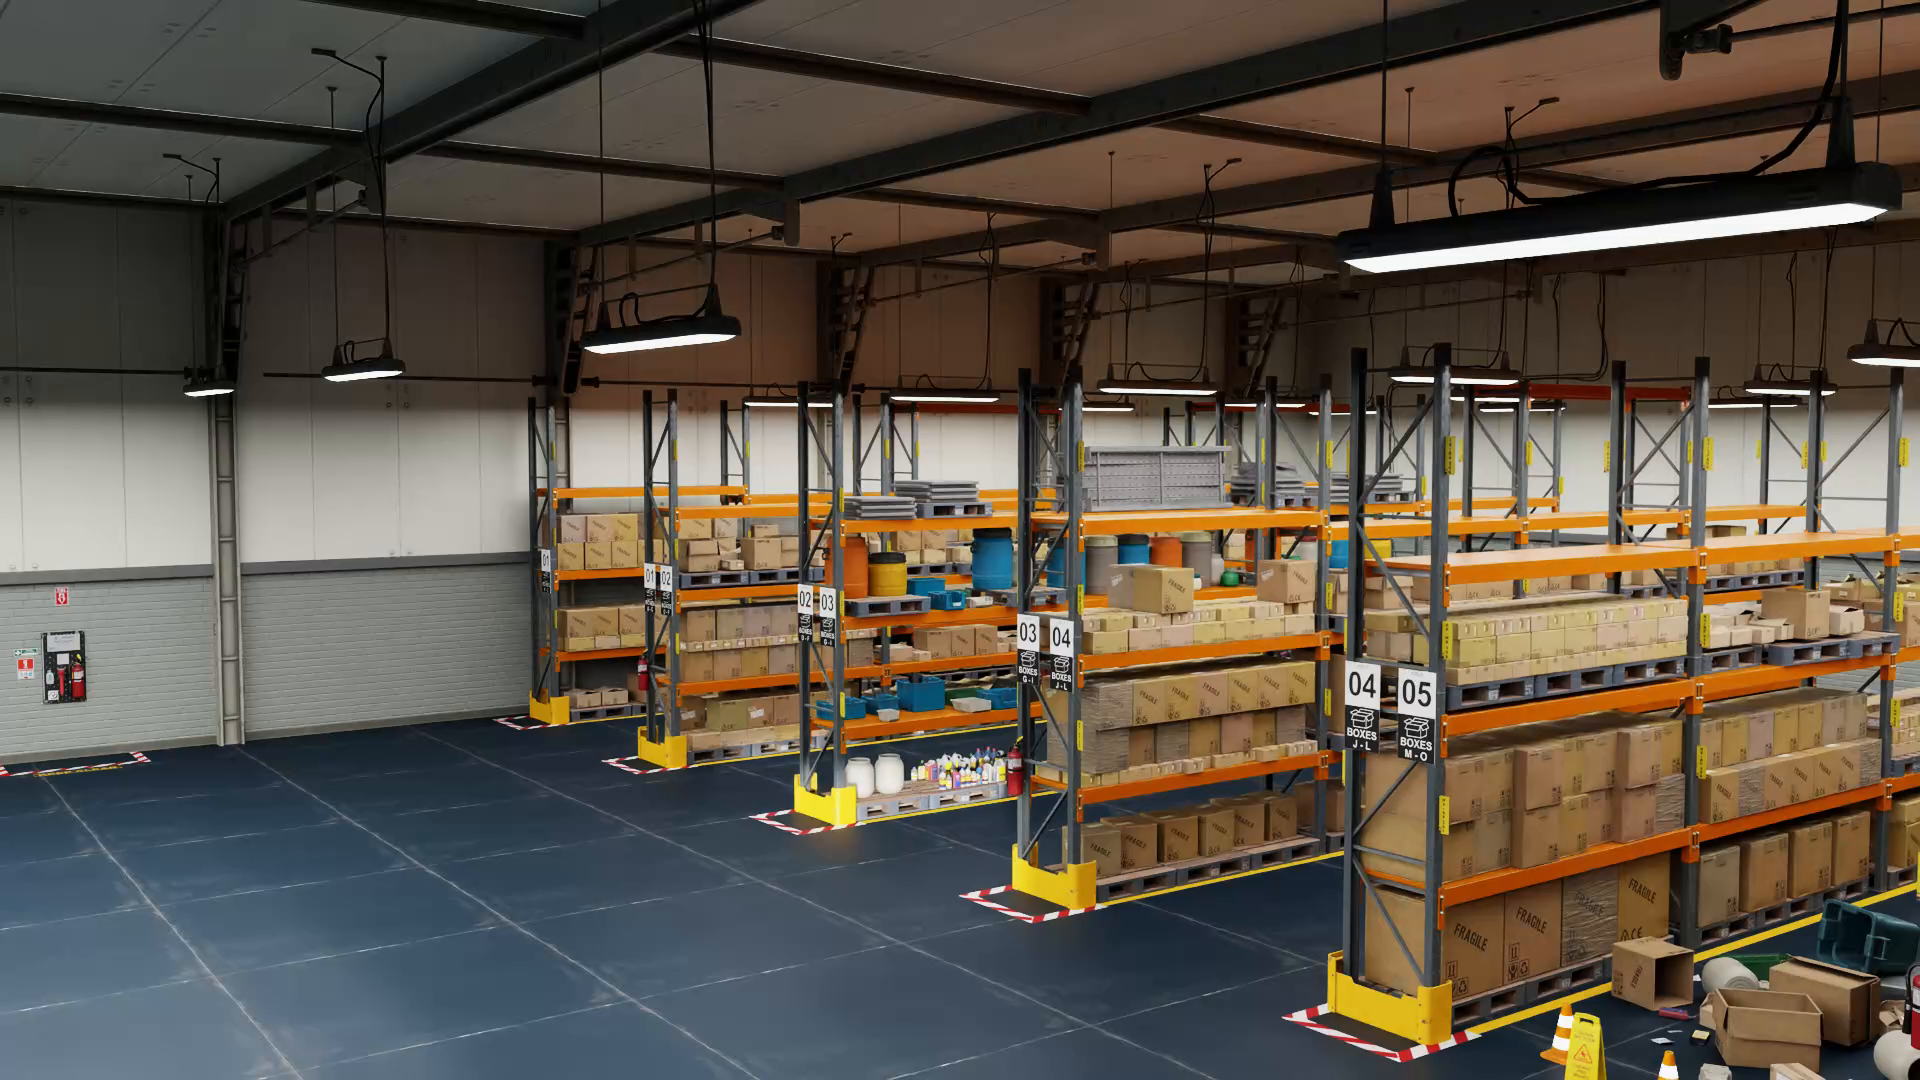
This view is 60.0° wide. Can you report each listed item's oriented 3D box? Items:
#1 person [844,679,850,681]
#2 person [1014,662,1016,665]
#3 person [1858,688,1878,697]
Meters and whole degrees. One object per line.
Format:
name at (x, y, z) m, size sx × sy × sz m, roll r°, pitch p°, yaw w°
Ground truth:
person at (-2.233, 2.517, 31.096) m, size 0.390 × 1.590 × 0.399 m, roll 0°, pitch 3°, yaw 0°
person at (1.326, 2.368, 33.335) m, size 0.413 × 1.722 × 0.519 m, roll 2°, pitch 4°, yaw 27°
person at (12.783, 2.938, 23.643) m, size 0.531 × 1.674 × 0.419 m, roll -2°, pitch 4°, yaw -25°
